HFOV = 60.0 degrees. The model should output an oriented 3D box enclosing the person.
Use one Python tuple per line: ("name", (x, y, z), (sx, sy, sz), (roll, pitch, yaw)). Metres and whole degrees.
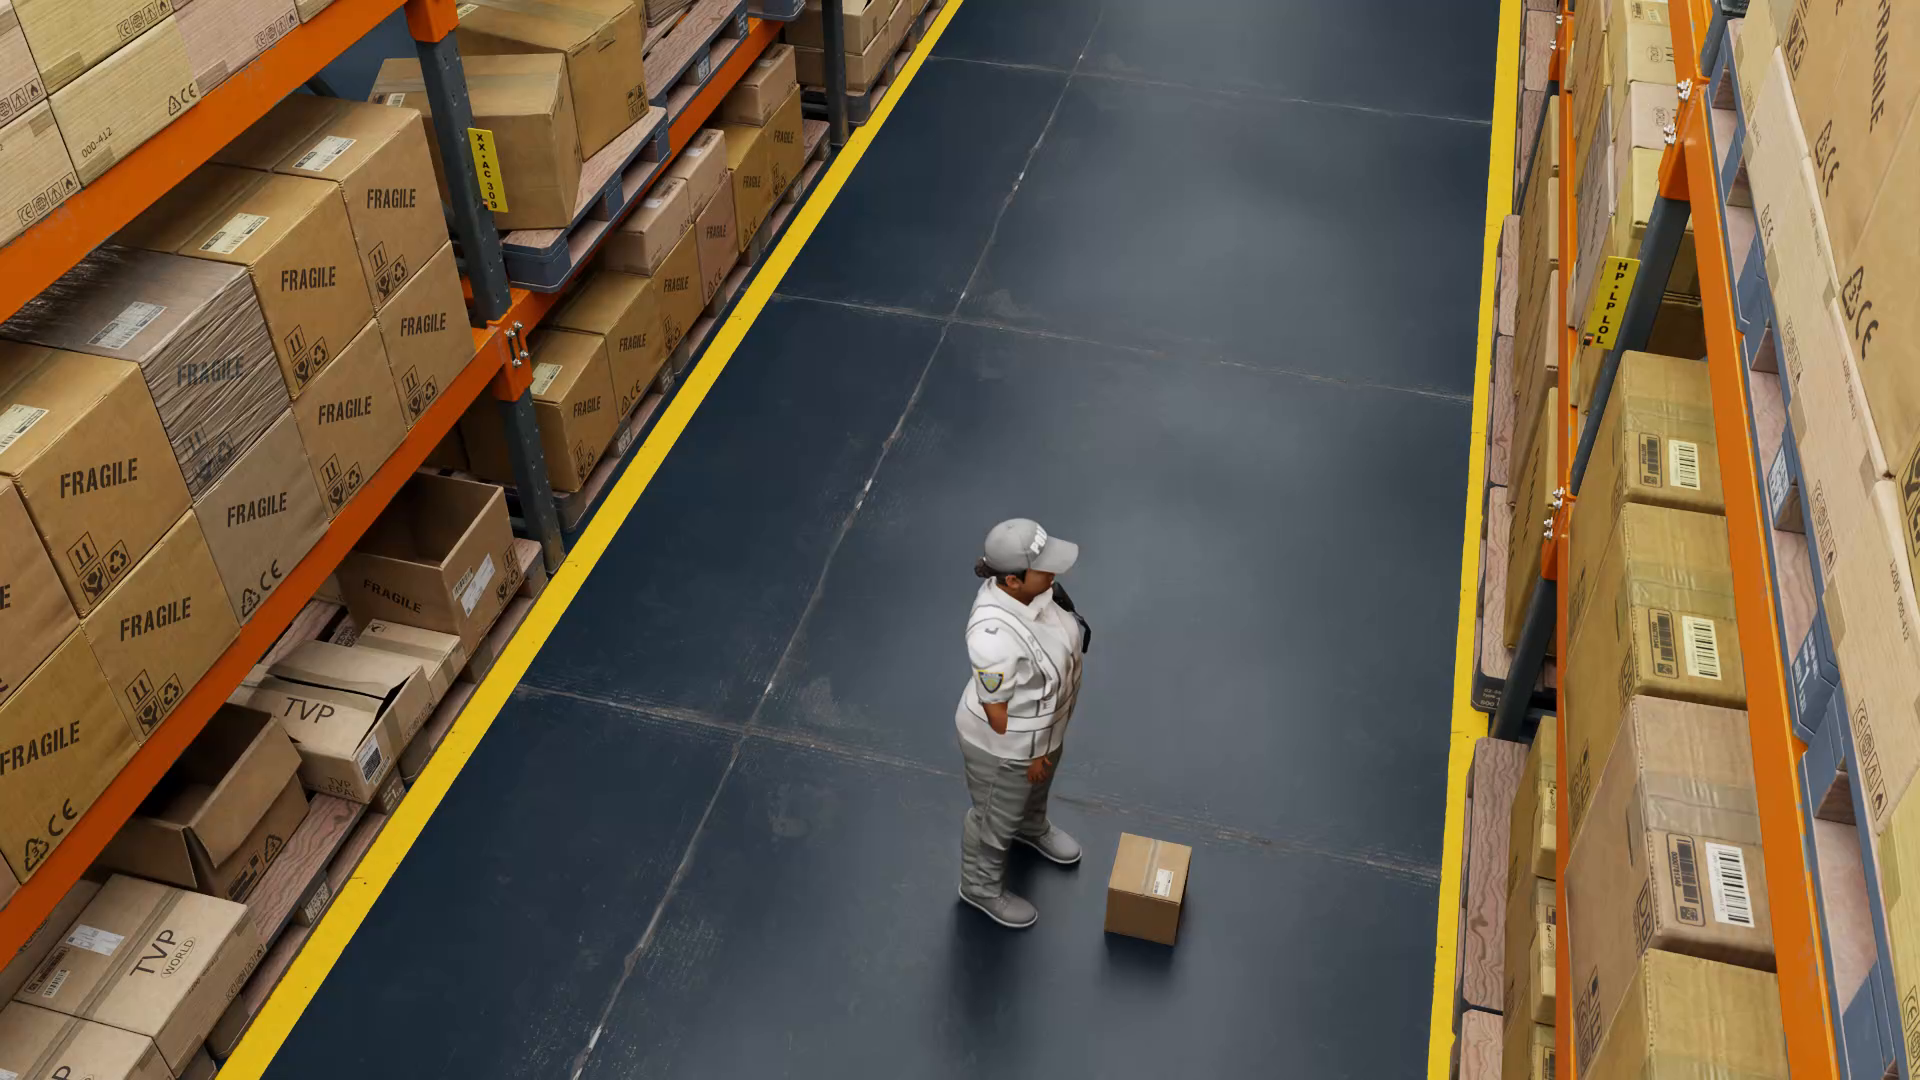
("person", (0.203, 0.589, 5.468), (0.397, 1.672, 0.482), (14, 43, 15))
